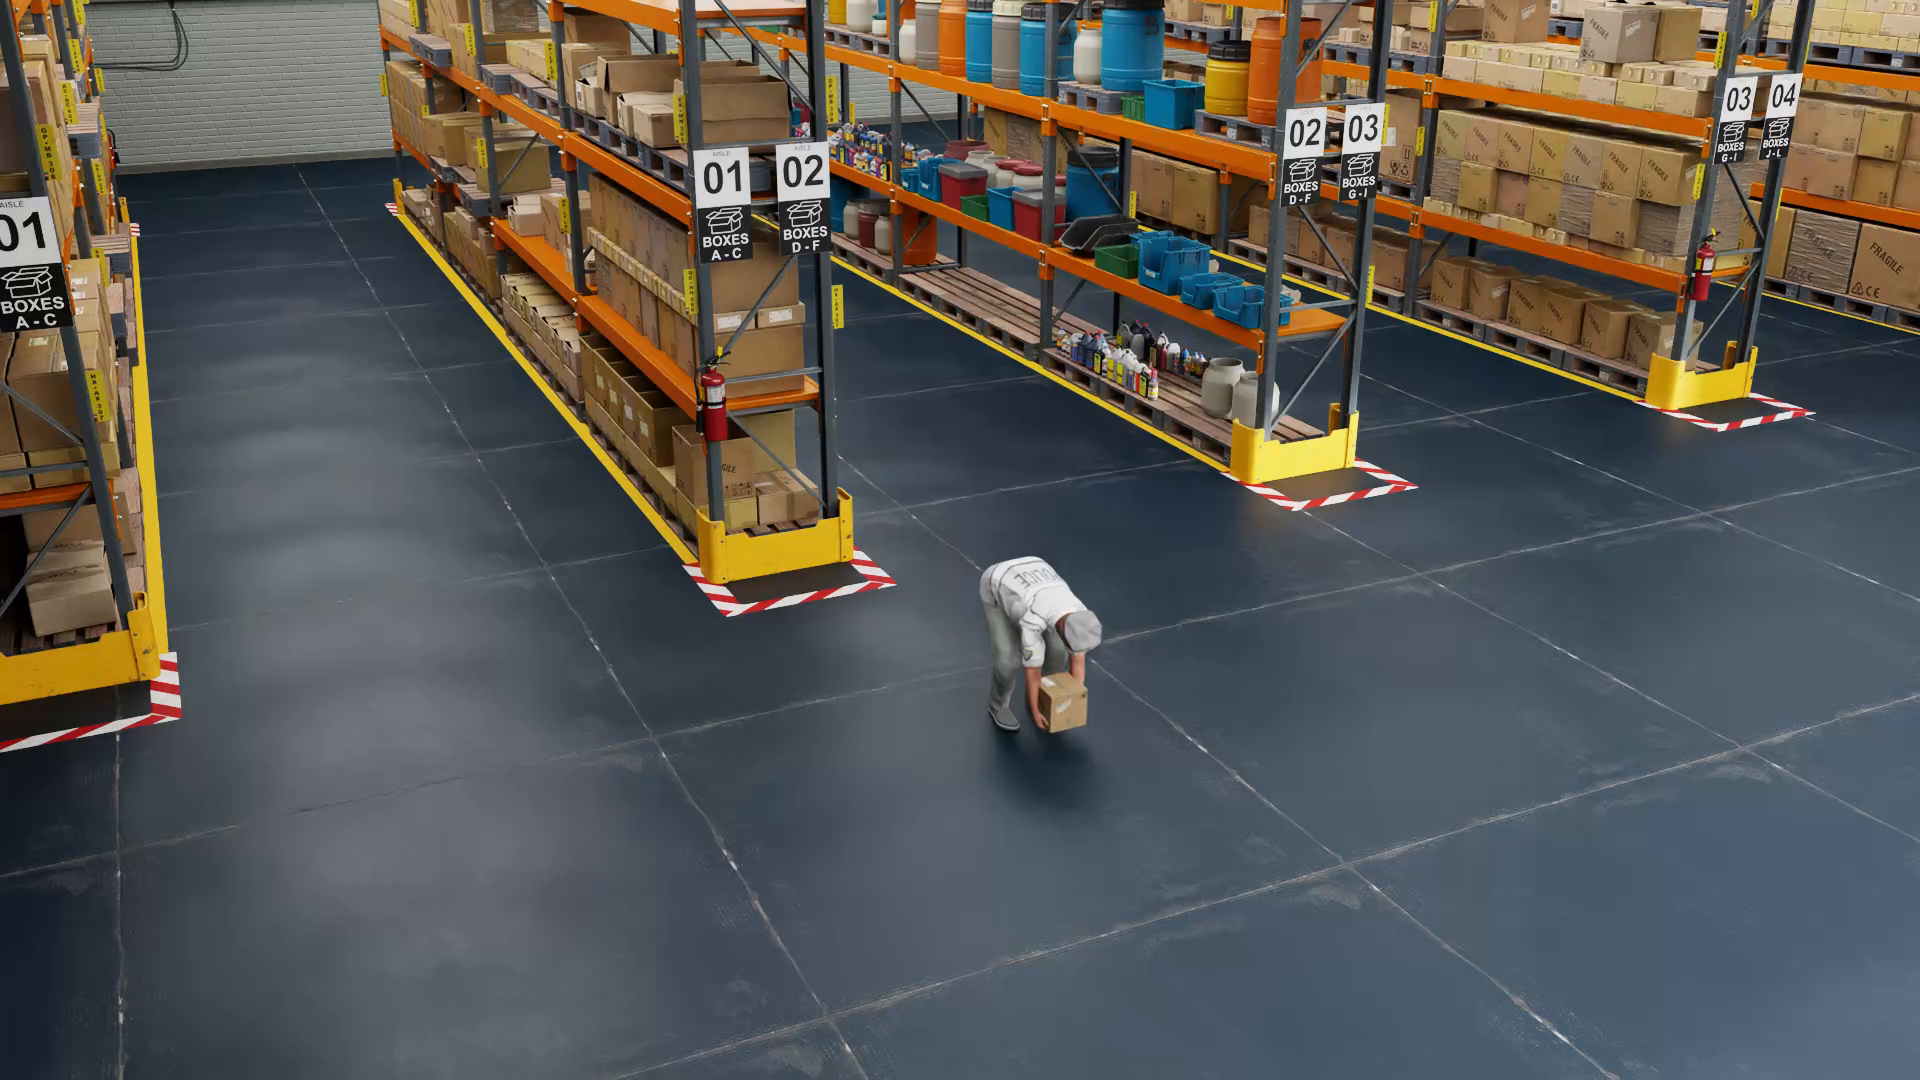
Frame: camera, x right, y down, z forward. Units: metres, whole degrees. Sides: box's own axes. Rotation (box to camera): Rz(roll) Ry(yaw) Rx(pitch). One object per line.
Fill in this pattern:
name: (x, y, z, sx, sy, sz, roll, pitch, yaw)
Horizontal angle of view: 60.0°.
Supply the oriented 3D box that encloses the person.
person: (0.493, 0.699, 10.200, 0.501, 1.069, 1.041, -11, 25, -26)
